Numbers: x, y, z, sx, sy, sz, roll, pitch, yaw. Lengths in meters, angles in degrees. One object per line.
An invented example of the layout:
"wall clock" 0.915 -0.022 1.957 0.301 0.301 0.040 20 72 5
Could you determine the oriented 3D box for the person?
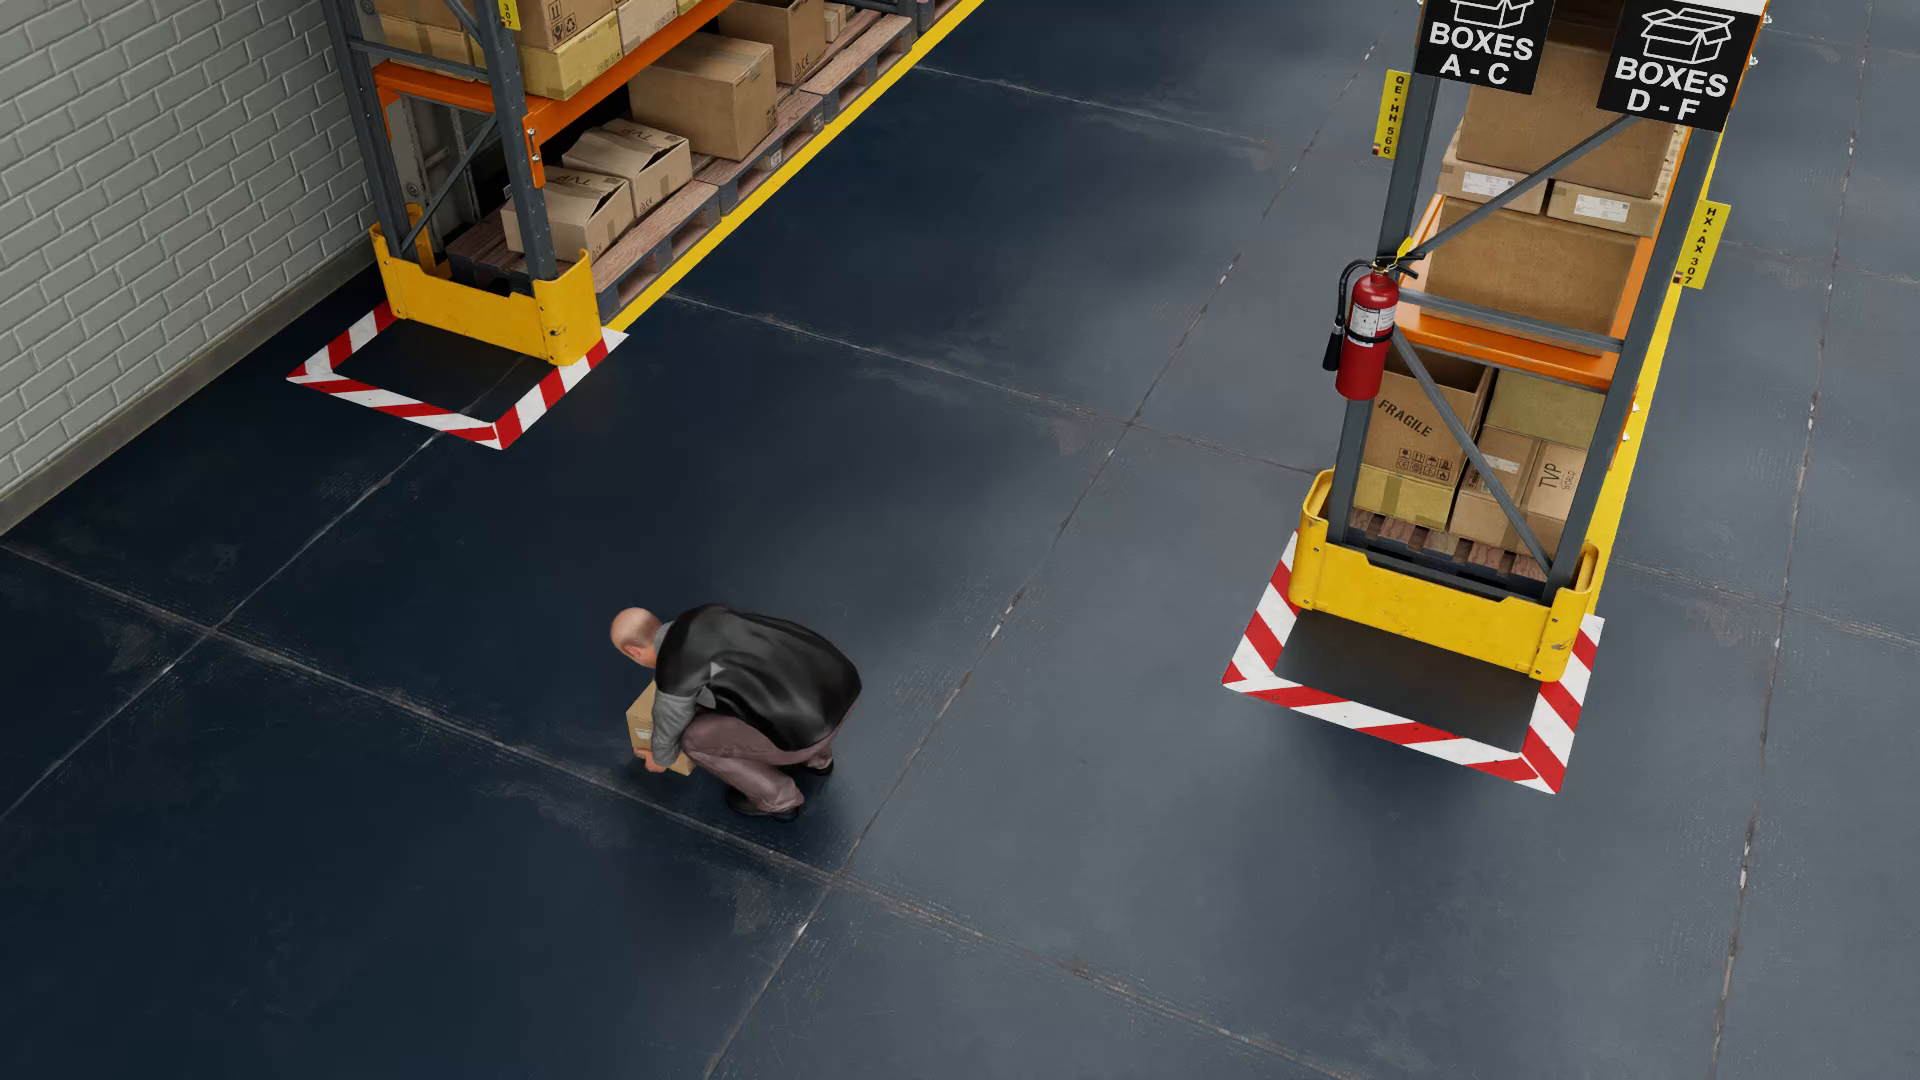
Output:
"person" -0.838 0.615 6.215 0.939 0.790 0.505 16 44 17
